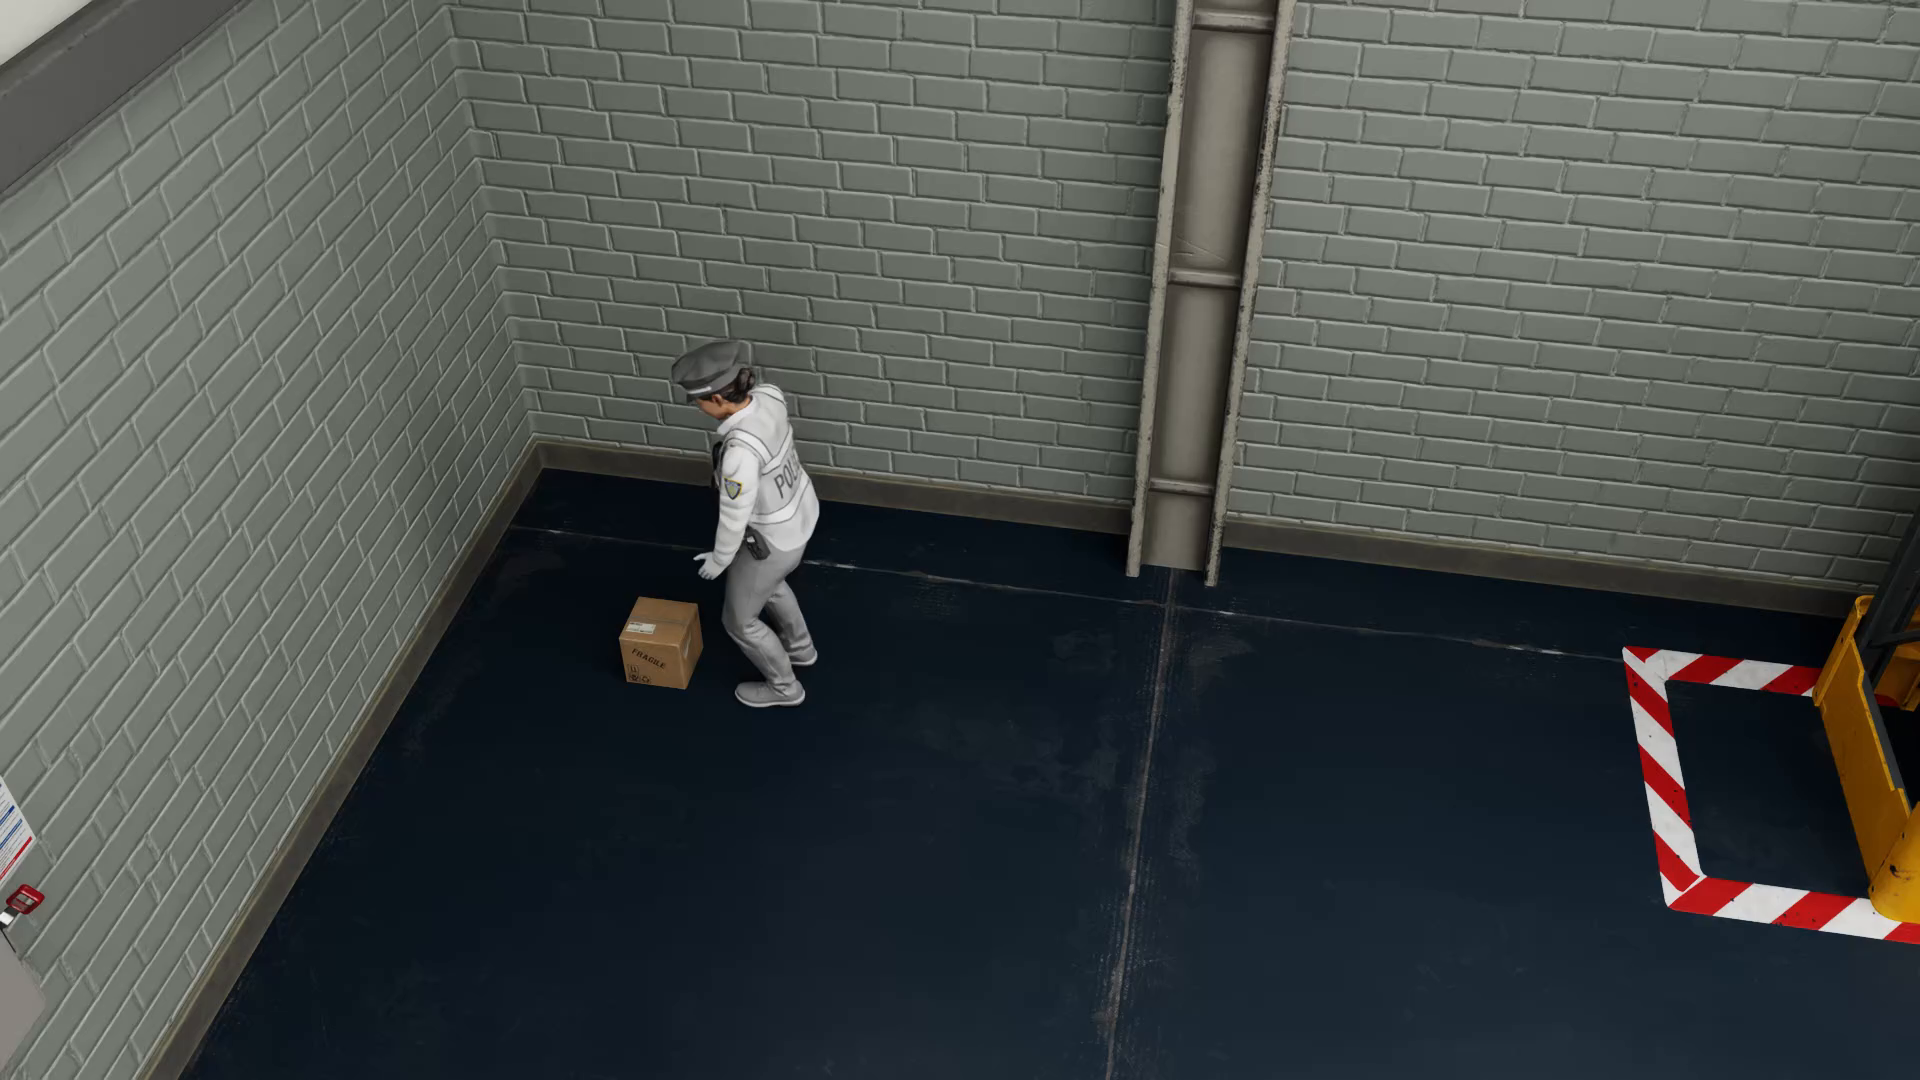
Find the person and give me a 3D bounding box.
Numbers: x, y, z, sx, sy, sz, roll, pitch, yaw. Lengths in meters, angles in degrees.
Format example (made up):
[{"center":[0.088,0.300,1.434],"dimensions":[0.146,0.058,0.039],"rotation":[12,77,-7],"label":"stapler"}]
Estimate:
[{"center":[-0.772,-0.027,6.235],"dimensions":[0.465,1.616,0.504],"rotation":[8,41,9],"label":"person"}]
